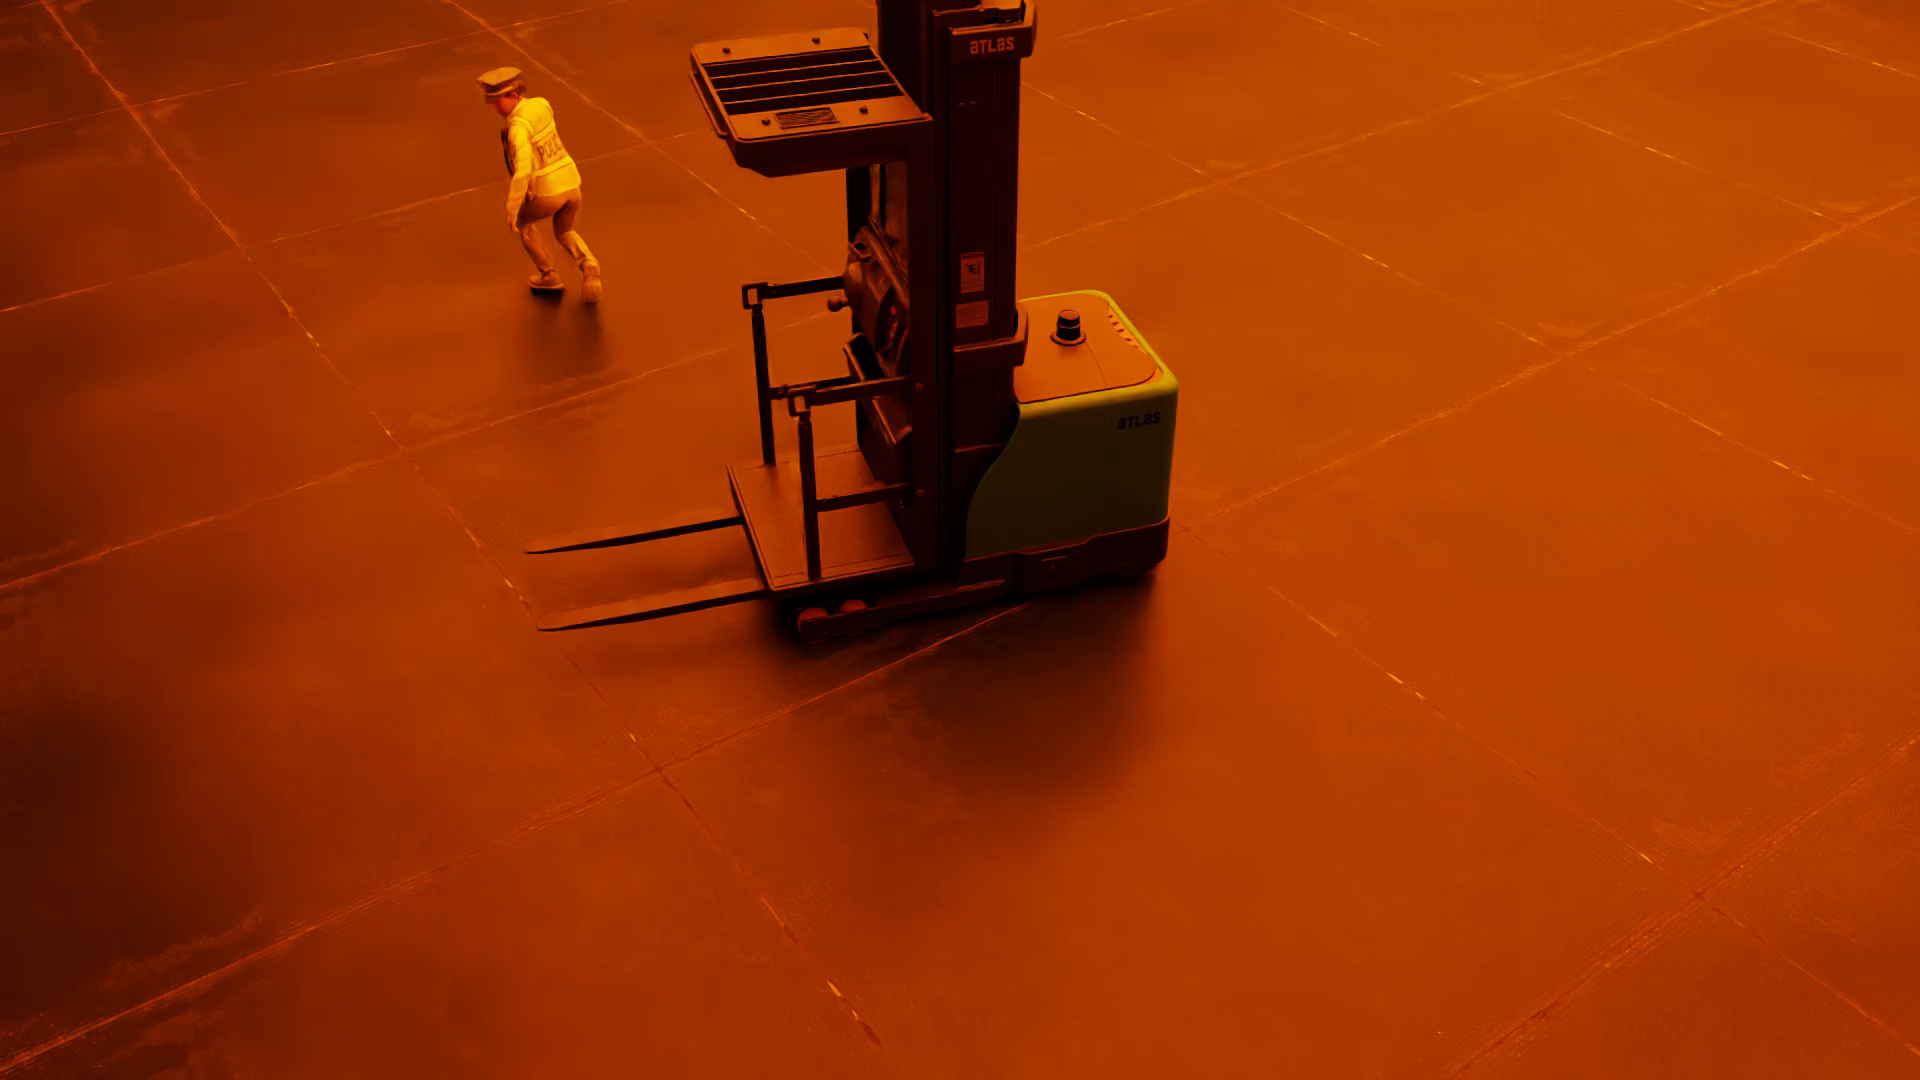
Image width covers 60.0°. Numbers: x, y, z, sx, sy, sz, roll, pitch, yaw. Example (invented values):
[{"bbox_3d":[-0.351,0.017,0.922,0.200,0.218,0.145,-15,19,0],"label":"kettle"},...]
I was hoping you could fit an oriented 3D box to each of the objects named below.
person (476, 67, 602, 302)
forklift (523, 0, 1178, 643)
[{"bbox_3d":[-2.536,-2.132,10.073,0.682,1.424,0.635,23,42,28],"label":"person"},{"bbox_3d":[-0.557,-1.050,7.365,3.031,2.935,1.130,-10,38,-14],"label":"forklift"}]
